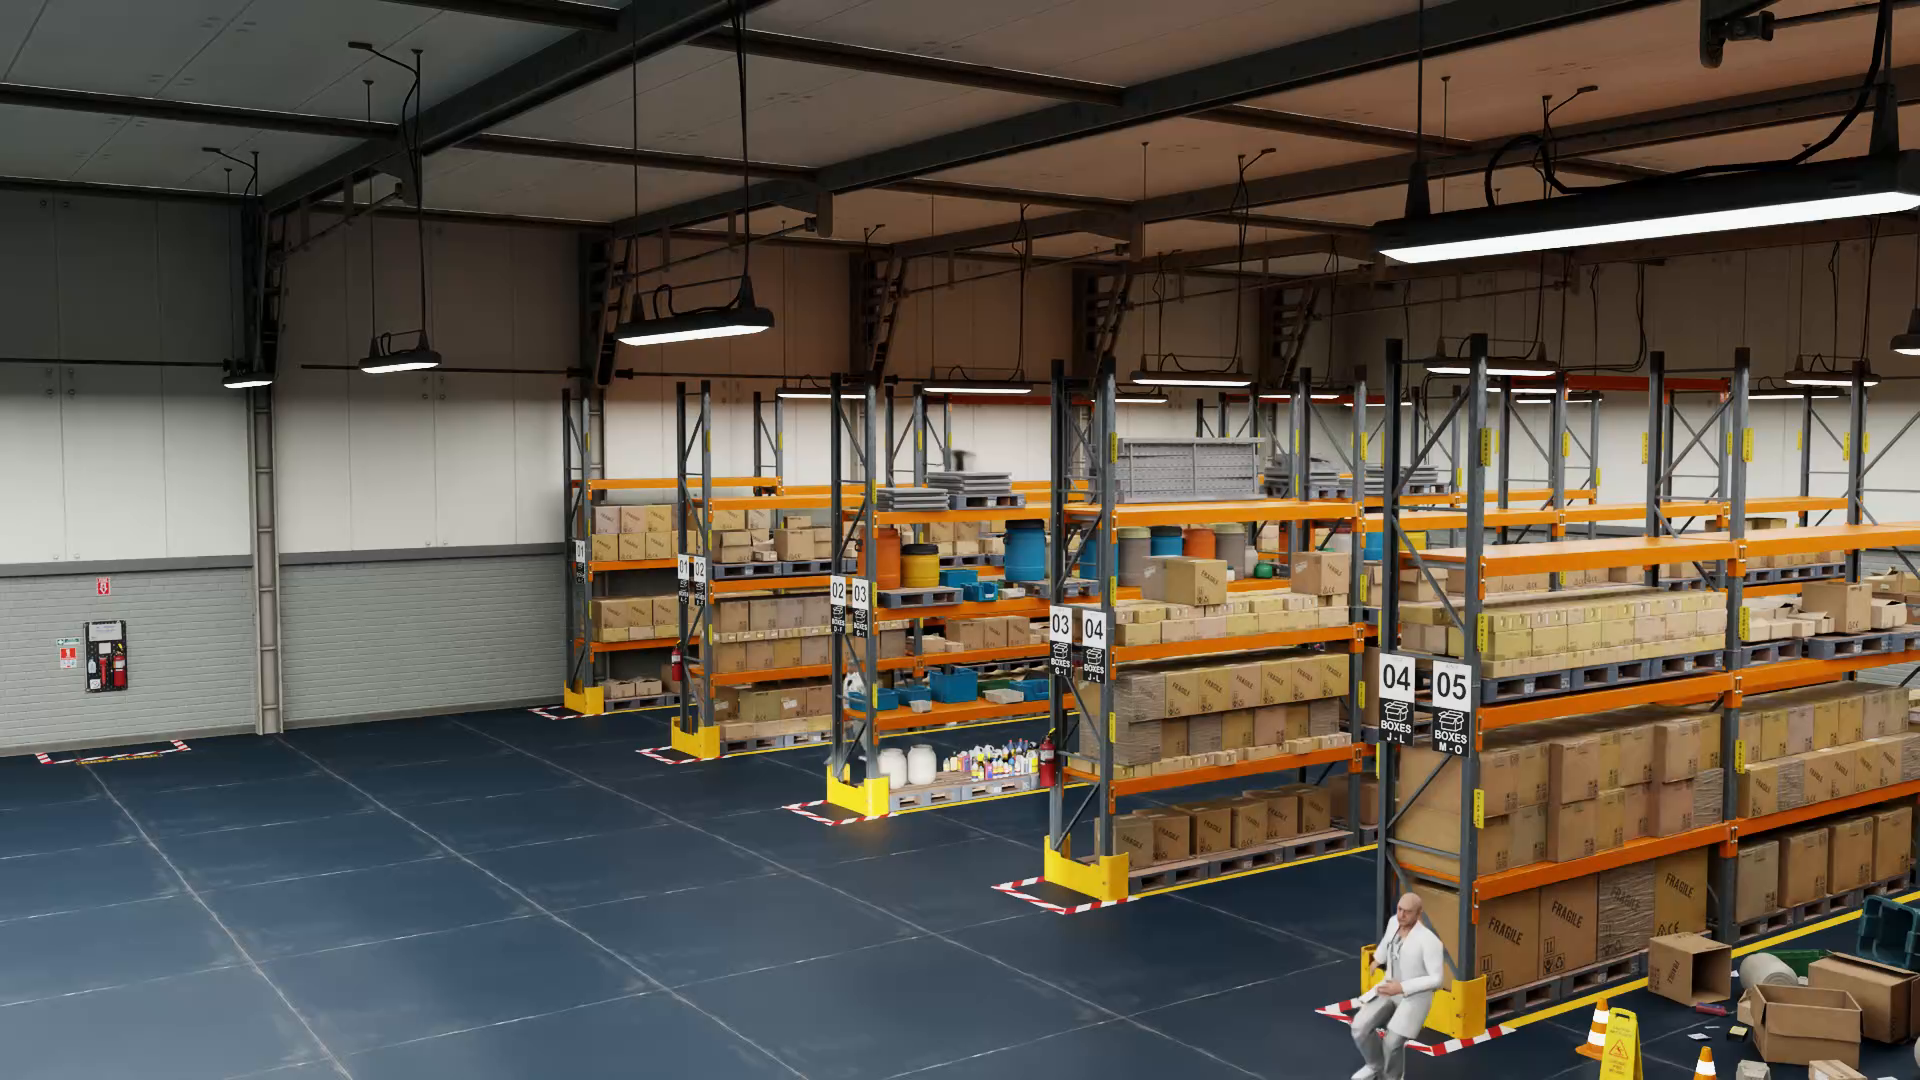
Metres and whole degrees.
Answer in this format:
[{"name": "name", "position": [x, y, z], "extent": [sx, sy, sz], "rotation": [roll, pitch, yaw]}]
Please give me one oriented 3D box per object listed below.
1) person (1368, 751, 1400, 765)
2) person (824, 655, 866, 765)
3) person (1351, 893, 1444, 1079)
[{"name": "person", "position": [6.154, 2.867, 24.043], "extent": [0.971, 1.488, 0.685], "rotation": [-1, 4, -11]}, {"name": "person", "position": [-1.650, 2.633, 25.751], "extent": [0.825, 1.754, 0.733], "rotation": [-3, 4, -34]}, {"name": "person", "position": [3.351, 3.515, 12.773], "extent": [0.754, 1.686, 0.881], "rotation": [-3, 5, -42]}]
